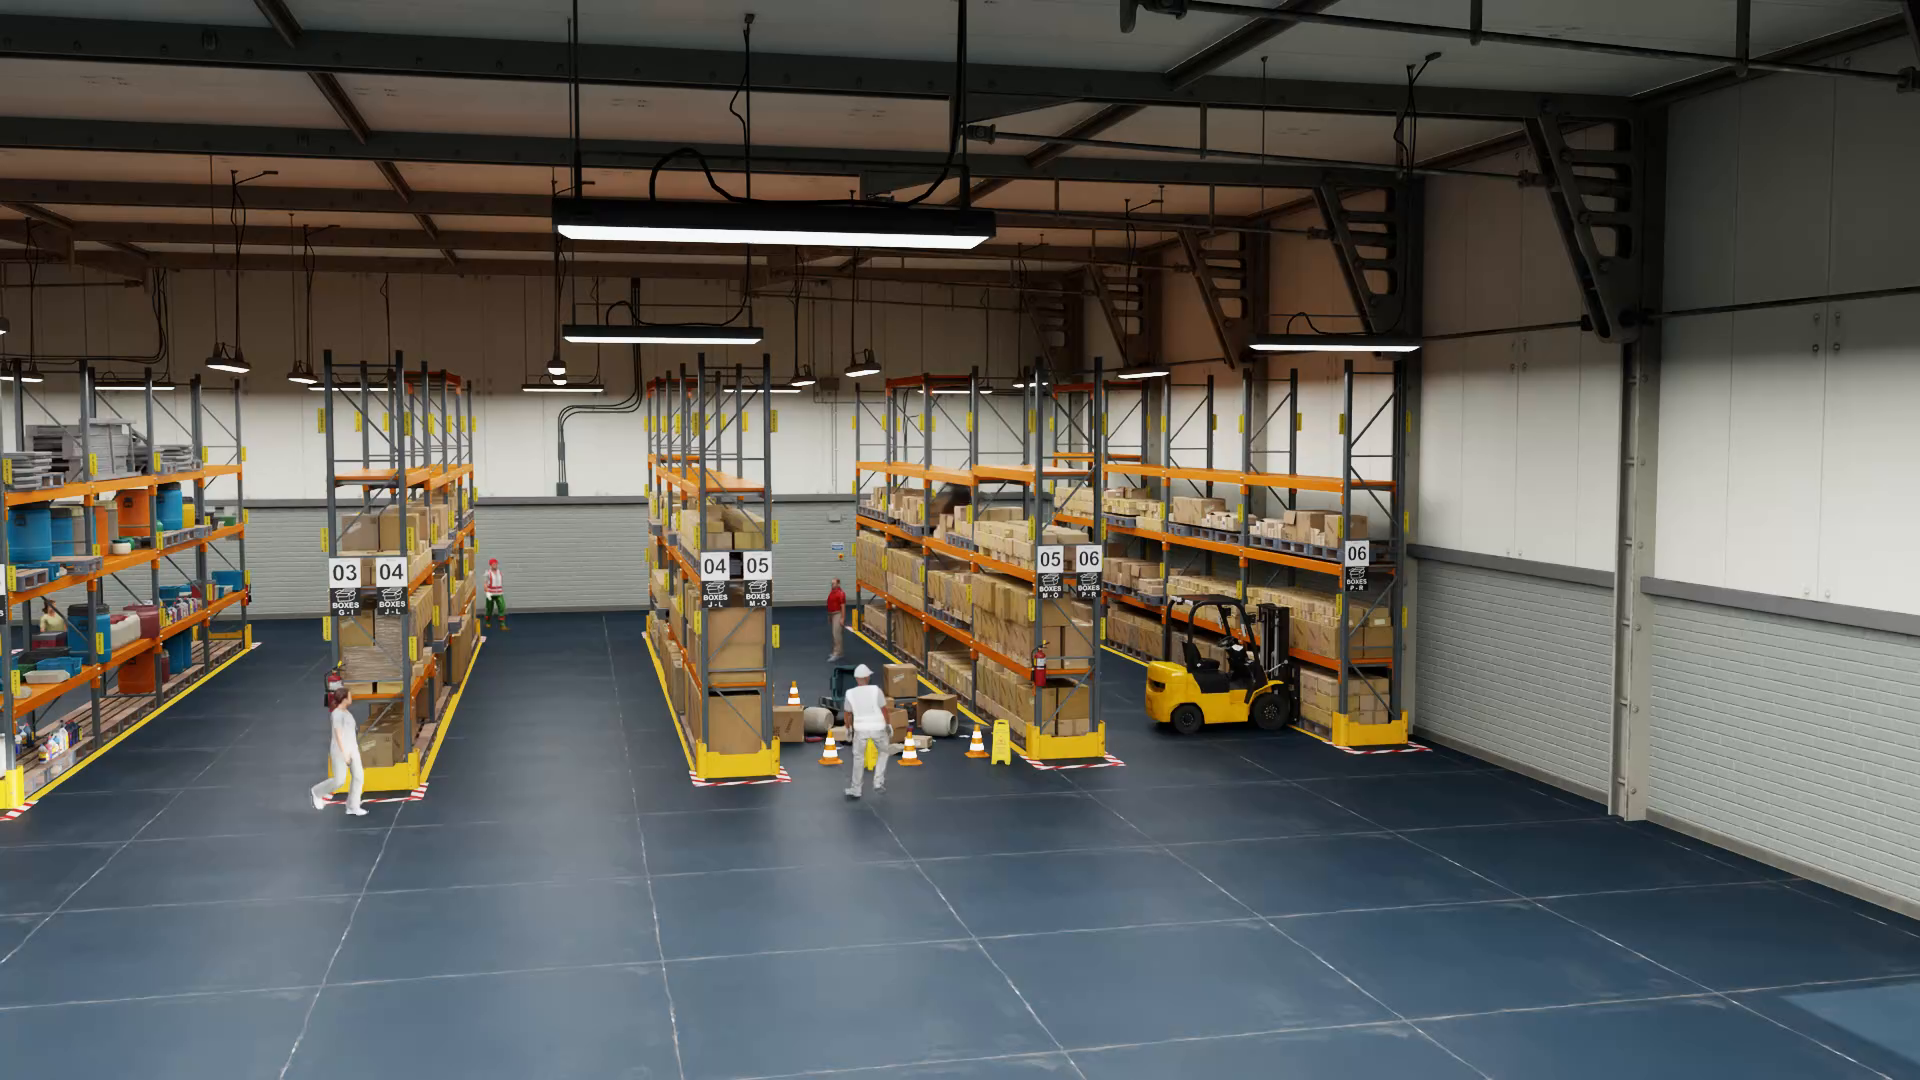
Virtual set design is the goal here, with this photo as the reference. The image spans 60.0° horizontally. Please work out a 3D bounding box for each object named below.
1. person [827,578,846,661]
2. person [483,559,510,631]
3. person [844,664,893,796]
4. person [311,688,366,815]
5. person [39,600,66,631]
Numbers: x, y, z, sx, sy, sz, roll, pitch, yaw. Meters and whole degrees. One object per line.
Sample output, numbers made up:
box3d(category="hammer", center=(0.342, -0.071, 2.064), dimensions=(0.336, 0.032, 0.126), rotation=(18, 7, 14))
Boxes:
box3d(category="person", center=(-2.702, 1.679, 35.516), dimensions=(0.504, 1.743, 0.610), rotation=(-2, 4, -25))
box3d(category="person", center=(-11.253, 1.324, 40.234), dimensions=(0.548, 1.749, 0.996), rotation=(-3, 5, -36))
box3d(category="person", center=(-1.227, 2.552, 22.283), dimensions=(0.662, 1.781, 0.429), rotation=(0, 4, 0))
box3d(category="person", center=(-7.934, 2.694, 21.262), dimensions=(0.712, 1.636, 0.406), rotation=(2, 5, 28))
box3d(category="person", center=(-17.366, 1.994, 31.959), dimensions=(0.580, 1.720, 0.549), rotation=(-3, 5, -40))
